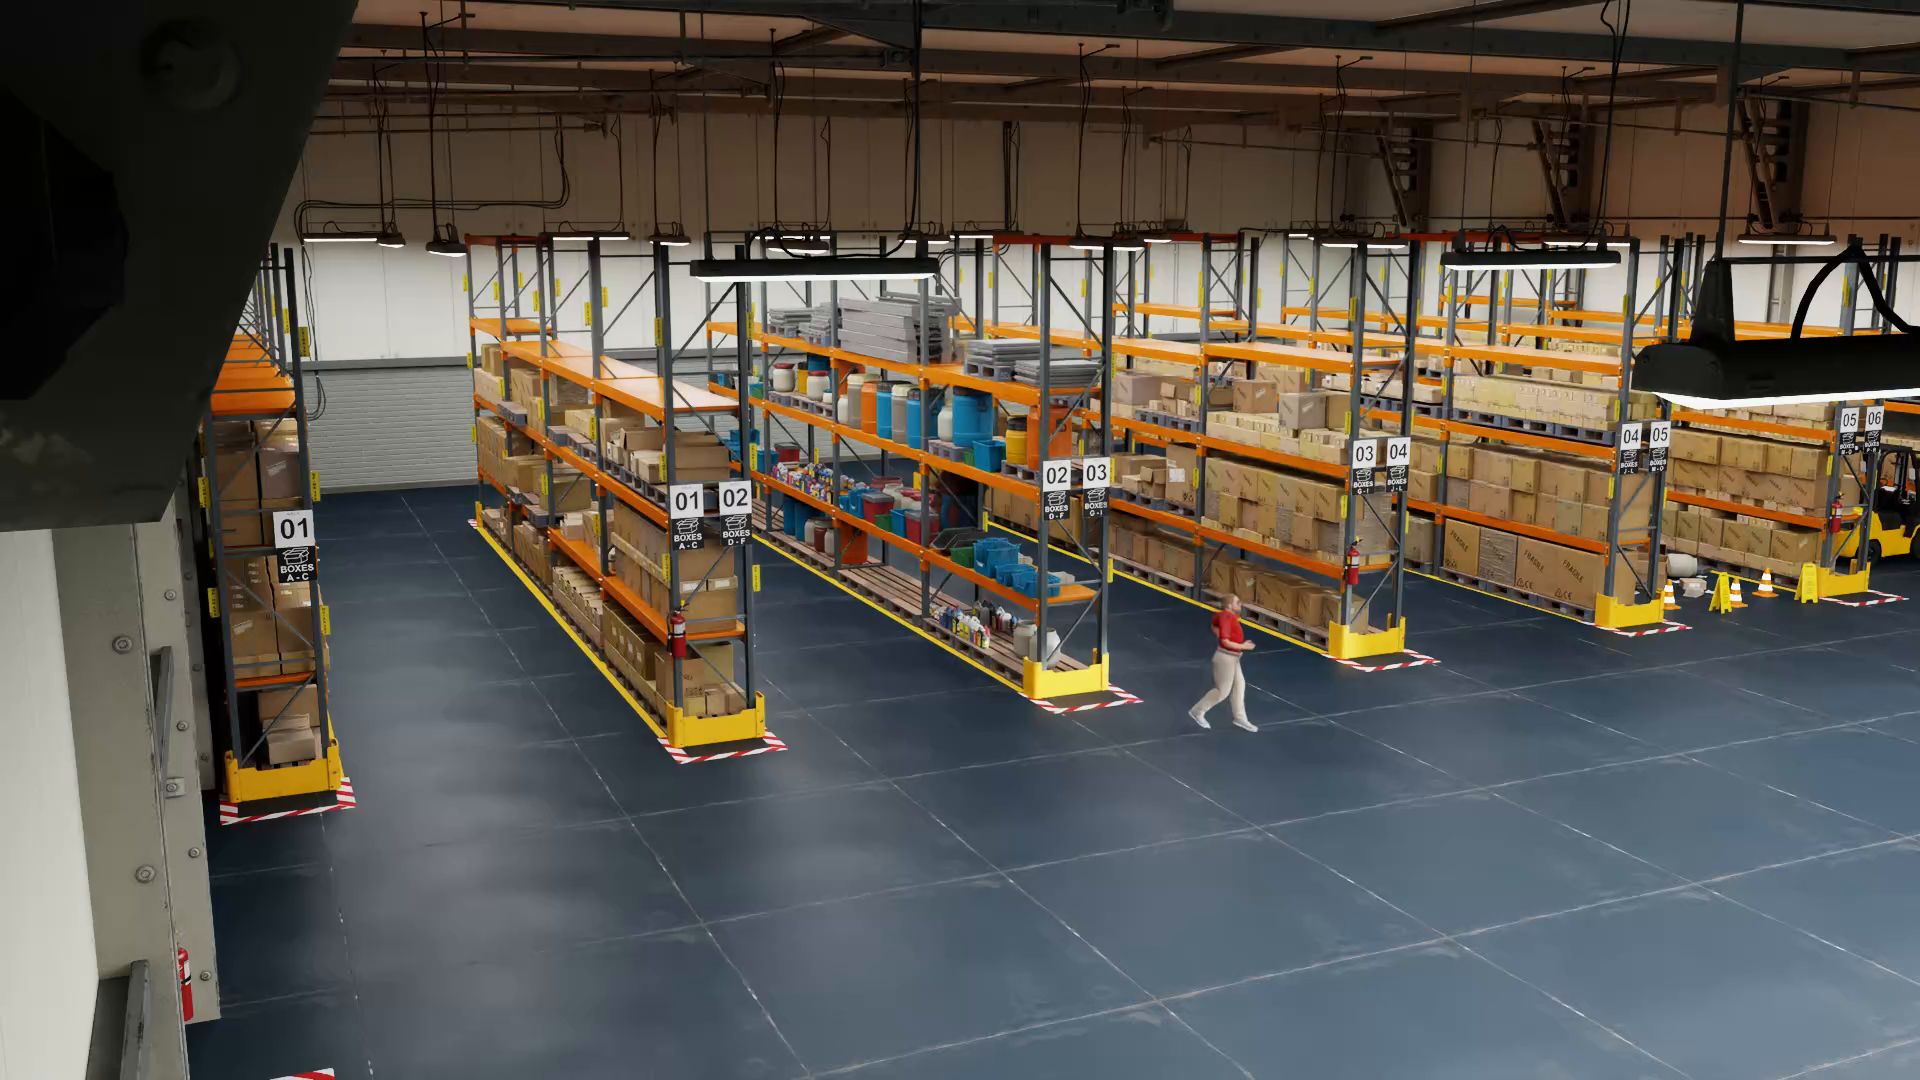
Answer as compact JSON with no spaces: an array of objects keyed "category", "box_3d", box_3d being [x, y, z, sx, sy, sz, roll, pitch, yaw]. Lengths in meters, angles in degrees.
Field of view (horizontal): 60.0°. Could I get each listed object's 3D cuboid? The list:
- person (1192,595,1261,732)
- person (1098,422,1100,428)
[{"category":"person","box_3d":[3.344,1.534,20.723,0.866,1.753,0.686,2,11,10]},{"category":"person","box_3d":[3.715,-2.531,41.792,0.838,1.711,0.766,-2,11,-8]}]
